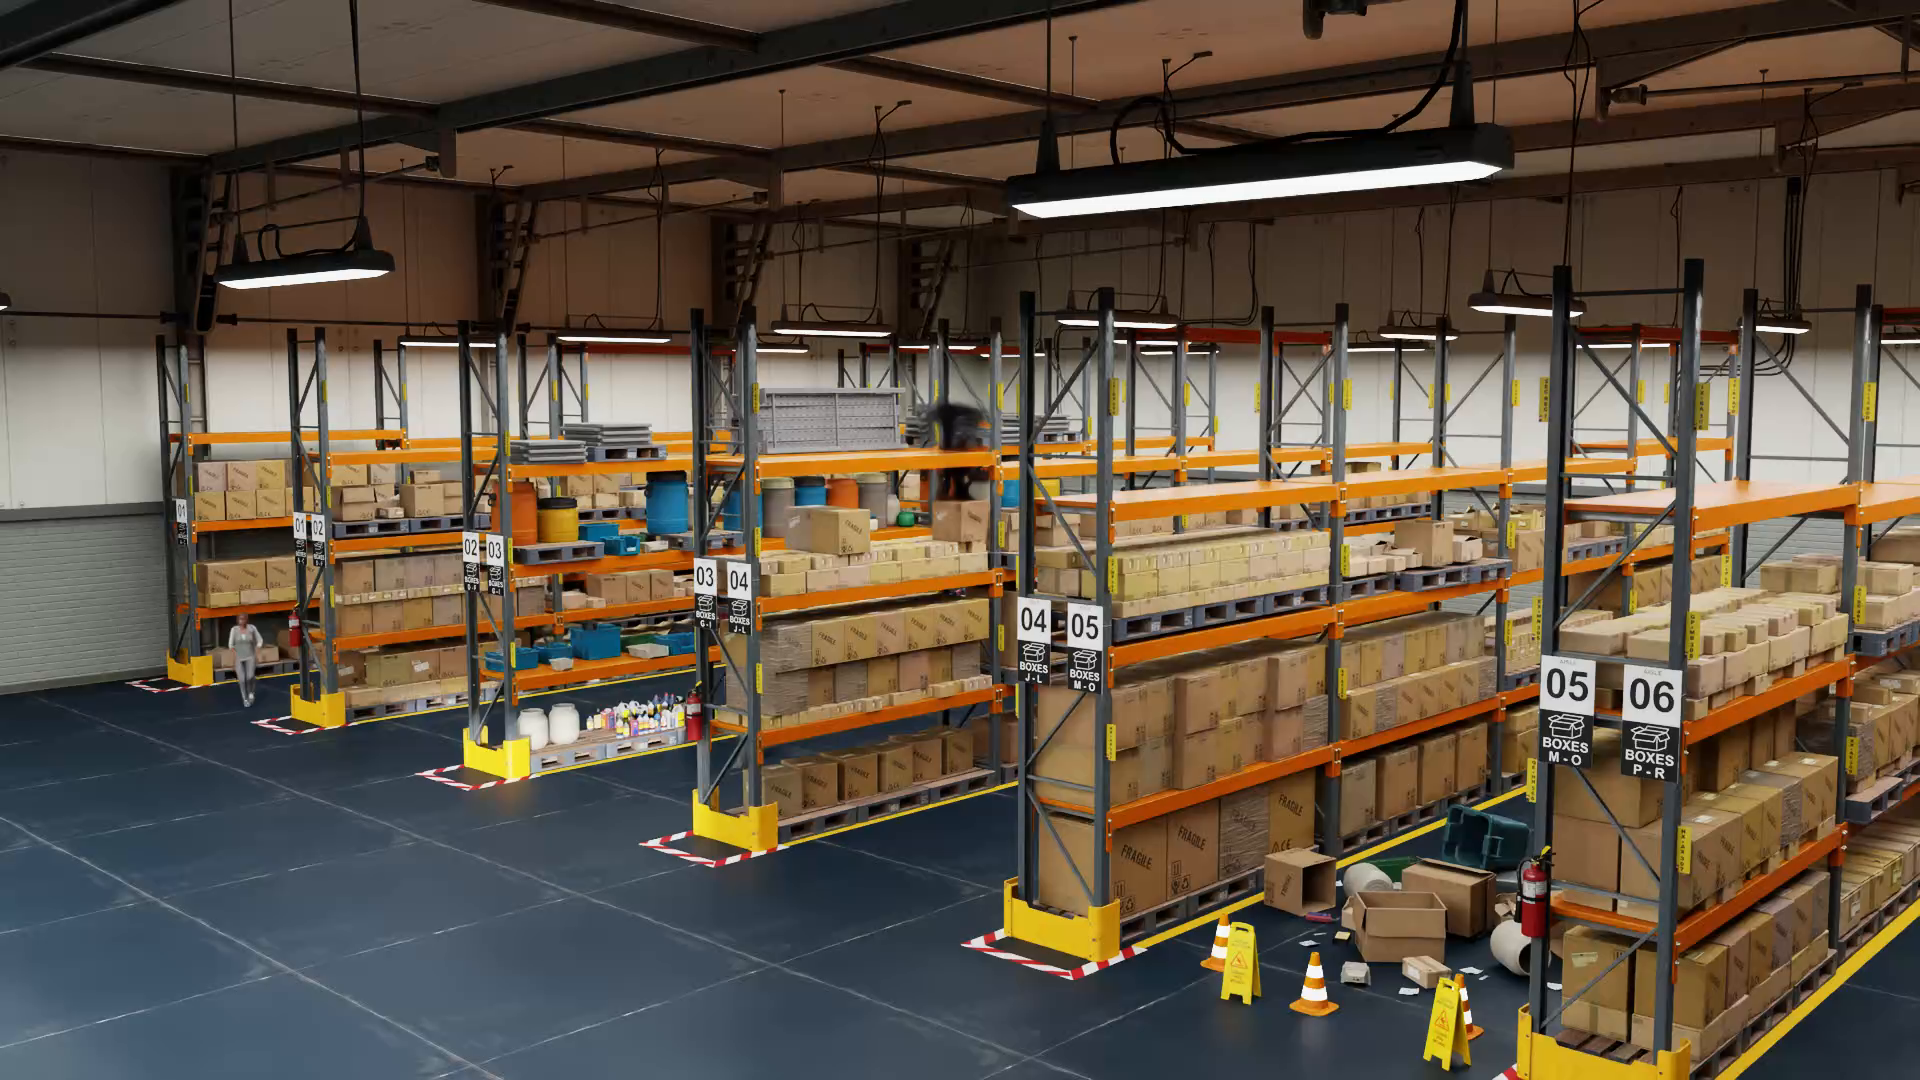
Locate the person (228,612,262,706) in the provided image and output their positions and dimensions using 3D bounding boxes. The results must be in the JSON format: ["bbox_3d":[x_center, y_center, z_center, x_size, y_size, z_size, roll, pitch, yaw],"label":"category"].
[{"bbox_3d":[-11.395,1.899,26.533,0.486,1.546,0.642,-2,6,-17],"label":"person"}]

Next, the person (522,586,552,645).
[{"bbox_3d":[-8.074,1.354,31.437,0.660,1.728,0.645,4,7,36],"label":"person"}]

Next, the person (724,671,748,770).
[{"bbox_3d":[-2.869,2.266,22.698,0.608,1.633,0.969,2,6,17],"label":"person"}]
